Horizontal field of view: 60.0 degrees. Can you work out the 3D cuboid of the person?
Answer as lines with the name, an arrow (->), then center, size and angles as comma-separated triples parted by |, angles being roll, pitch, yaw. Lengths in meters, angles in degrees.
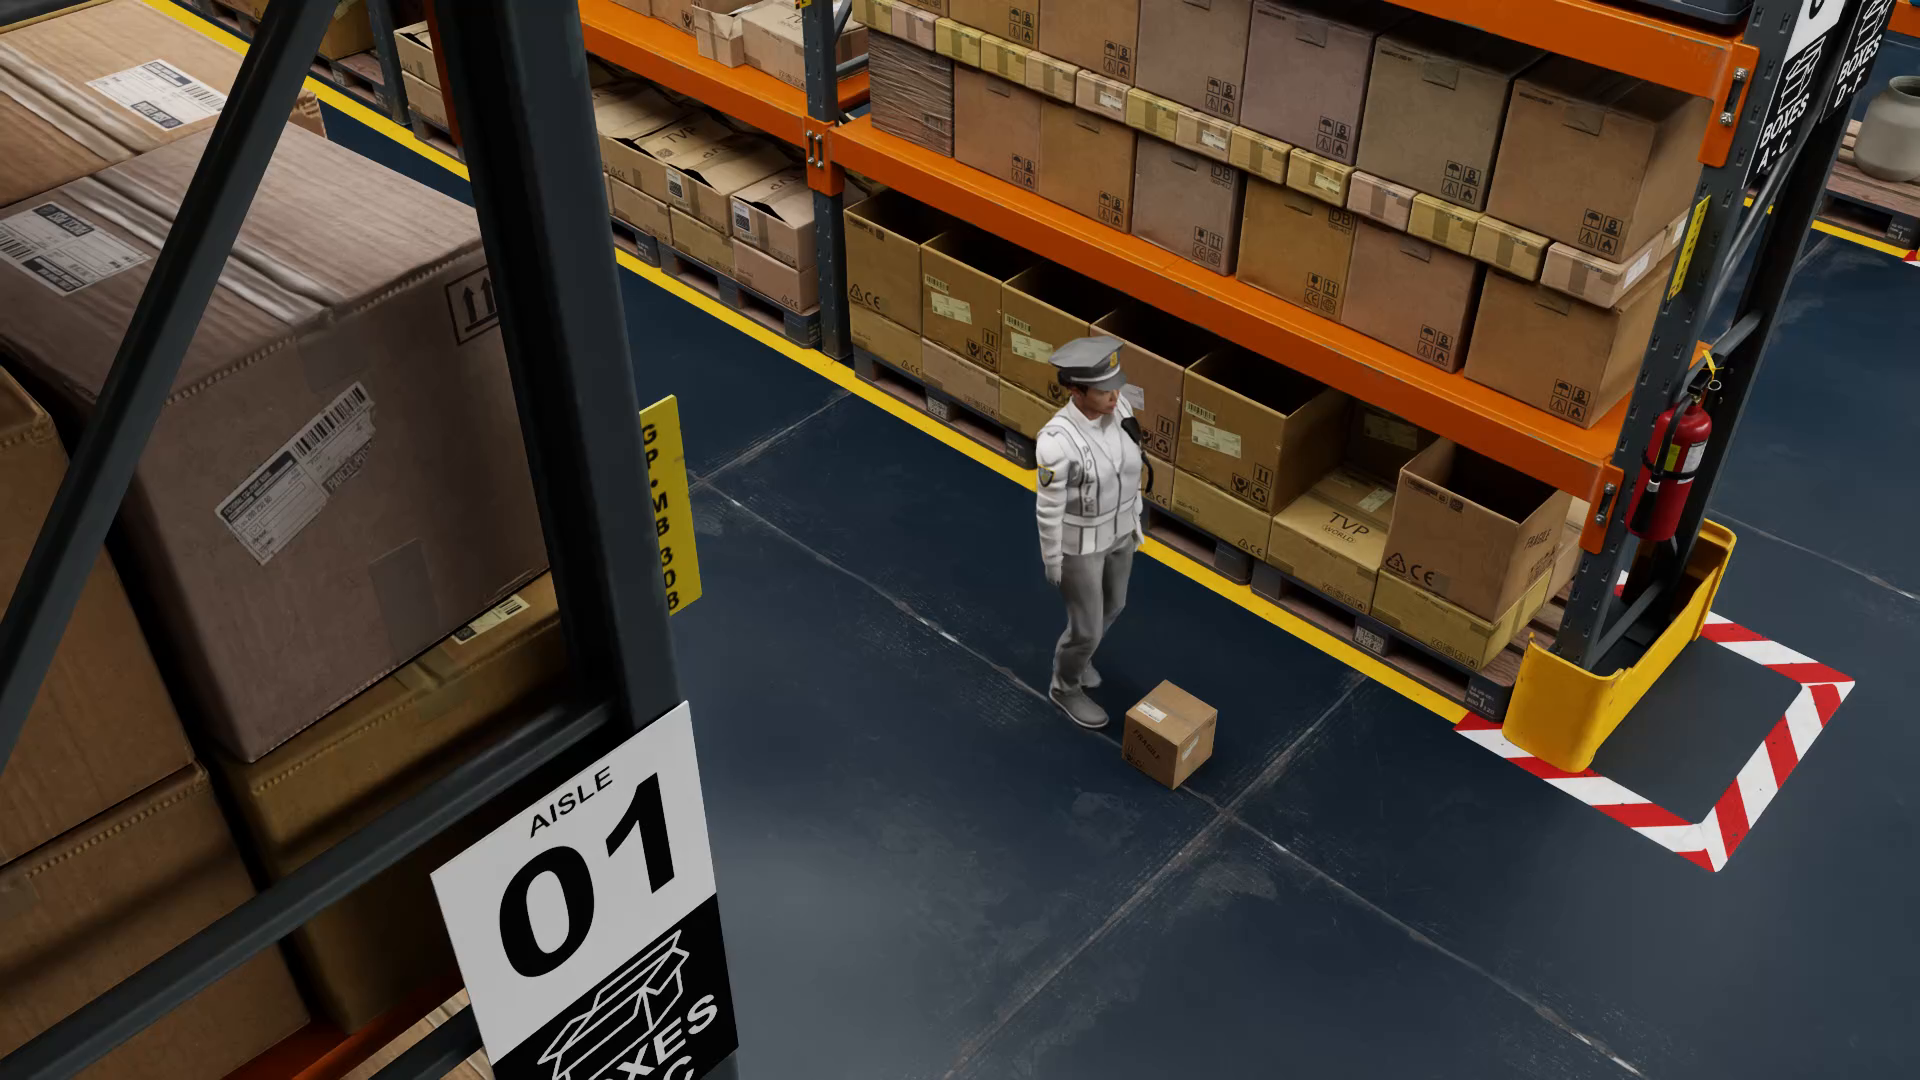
person -> 0.495, 0.001, 6.197 | 0.388, 1.726, 0.487 | 32, 49, 33
